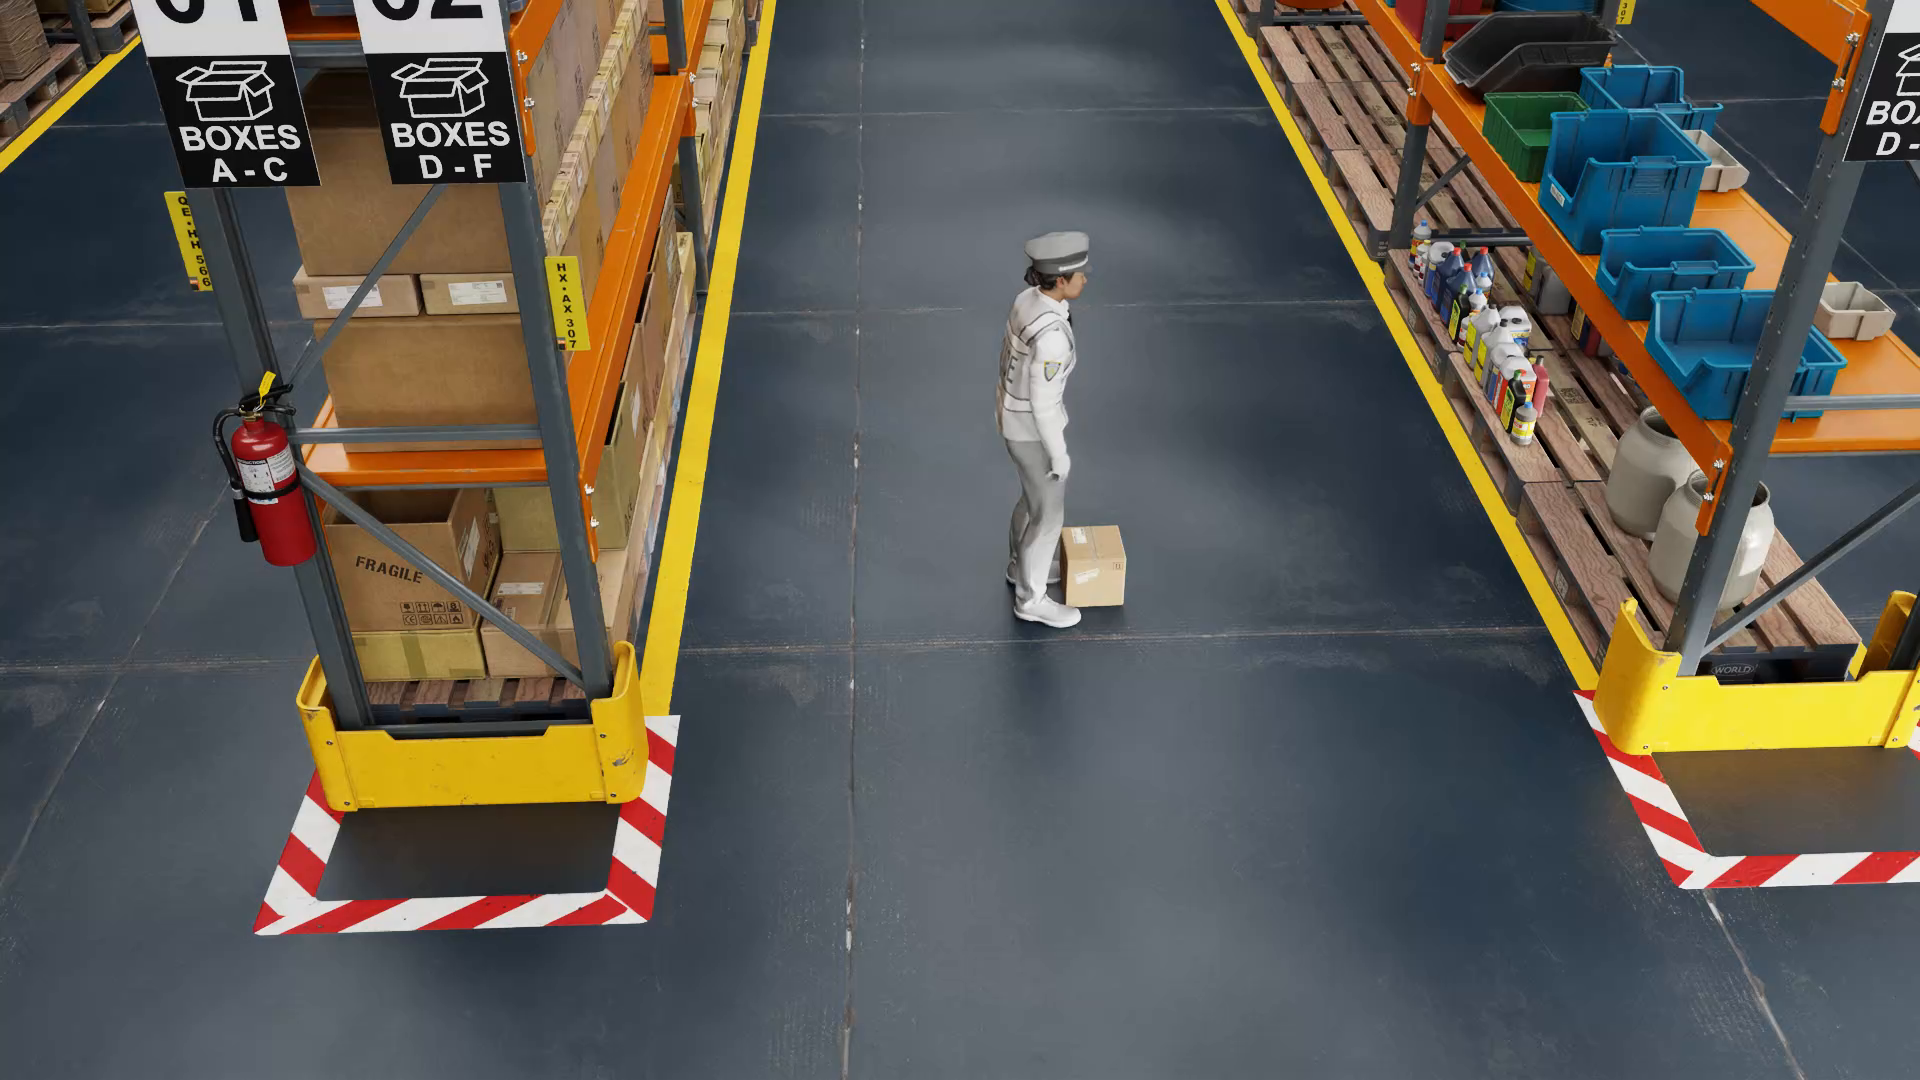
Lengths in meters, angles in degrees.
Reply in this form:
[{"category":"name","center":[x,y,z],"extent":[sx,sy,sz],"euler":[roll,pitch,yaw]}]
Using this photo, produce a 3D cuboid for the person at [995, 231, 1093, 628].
[{"category":"person","center":[0.332,-0.458,6.783],"extent":[0.369,1.667,0.546],"euler":[-3,36,-4]}]
